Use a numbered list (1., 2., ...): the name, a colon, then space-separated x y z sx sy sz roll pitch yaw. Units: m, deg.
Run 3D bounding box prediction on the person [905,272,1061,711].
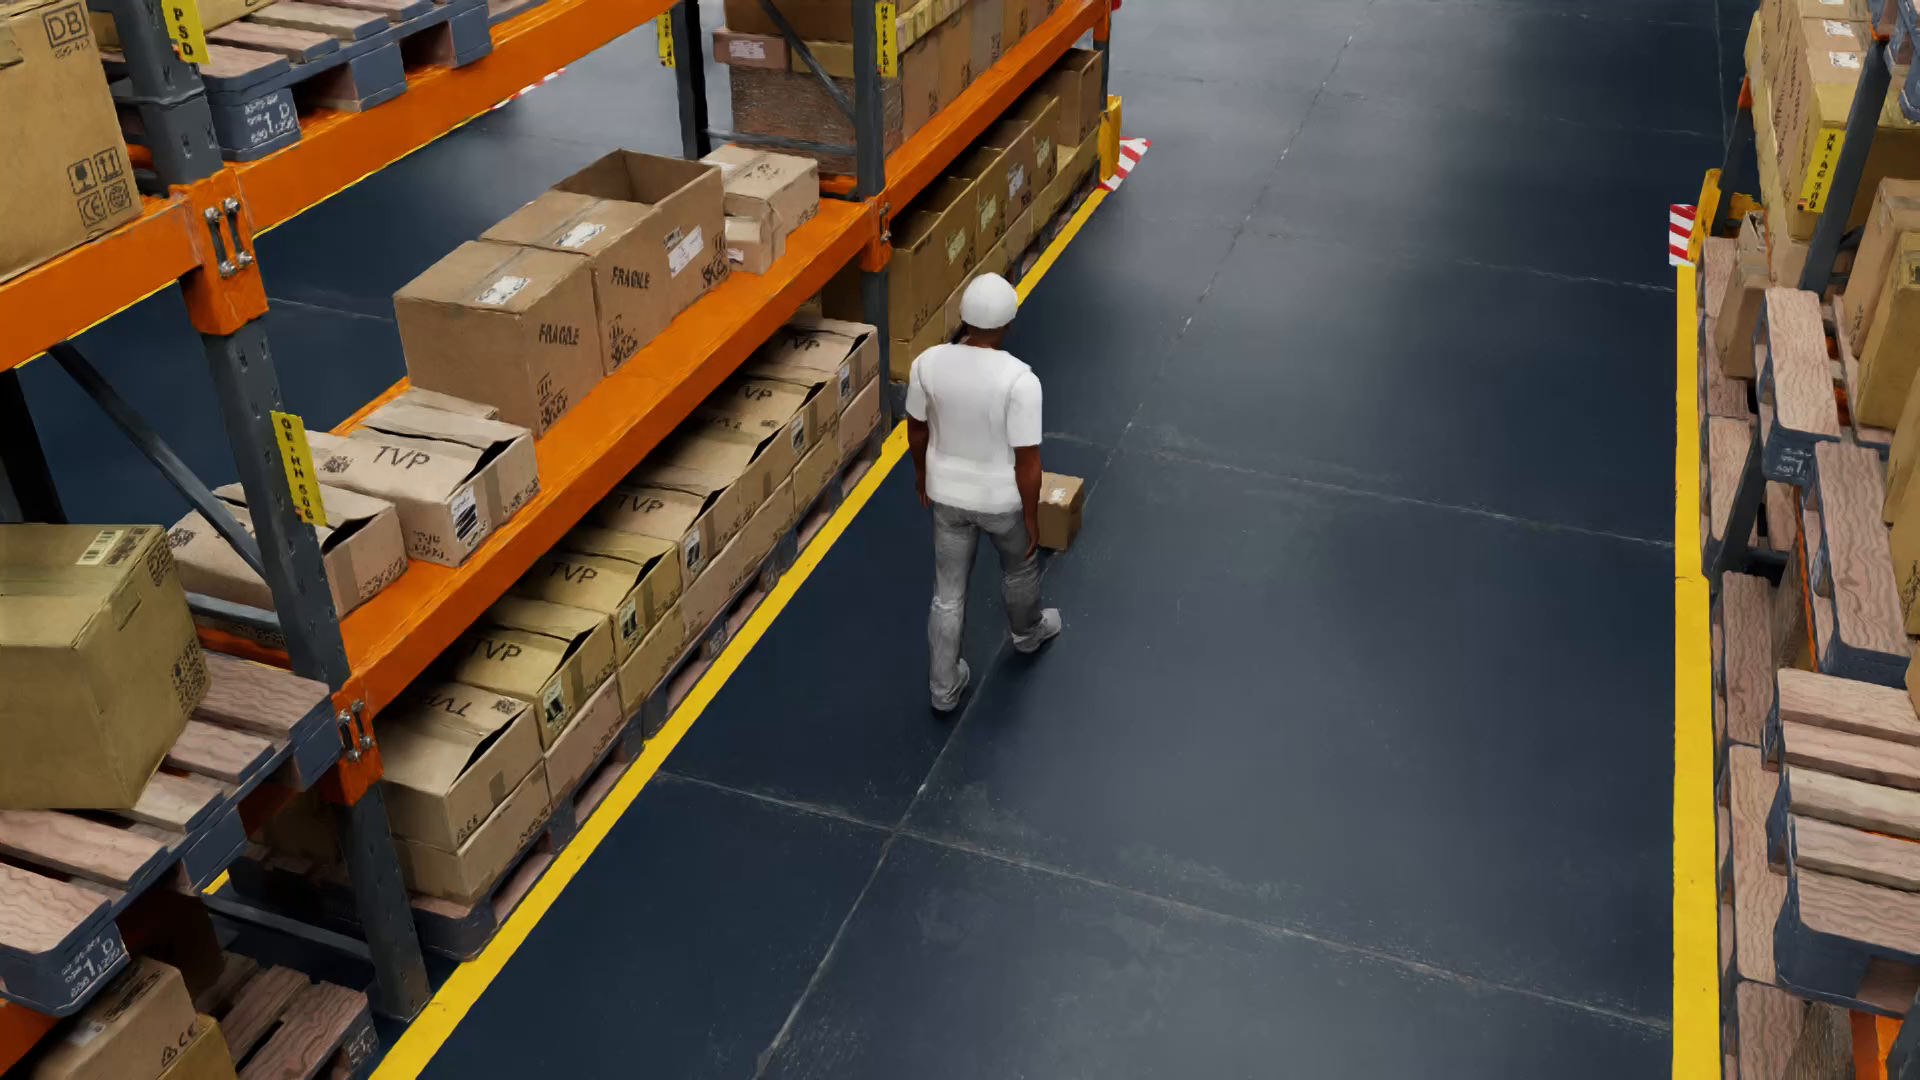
1. person: 0.090 -0.230 6.452 0.597 1.739 0.795 12 35 18
